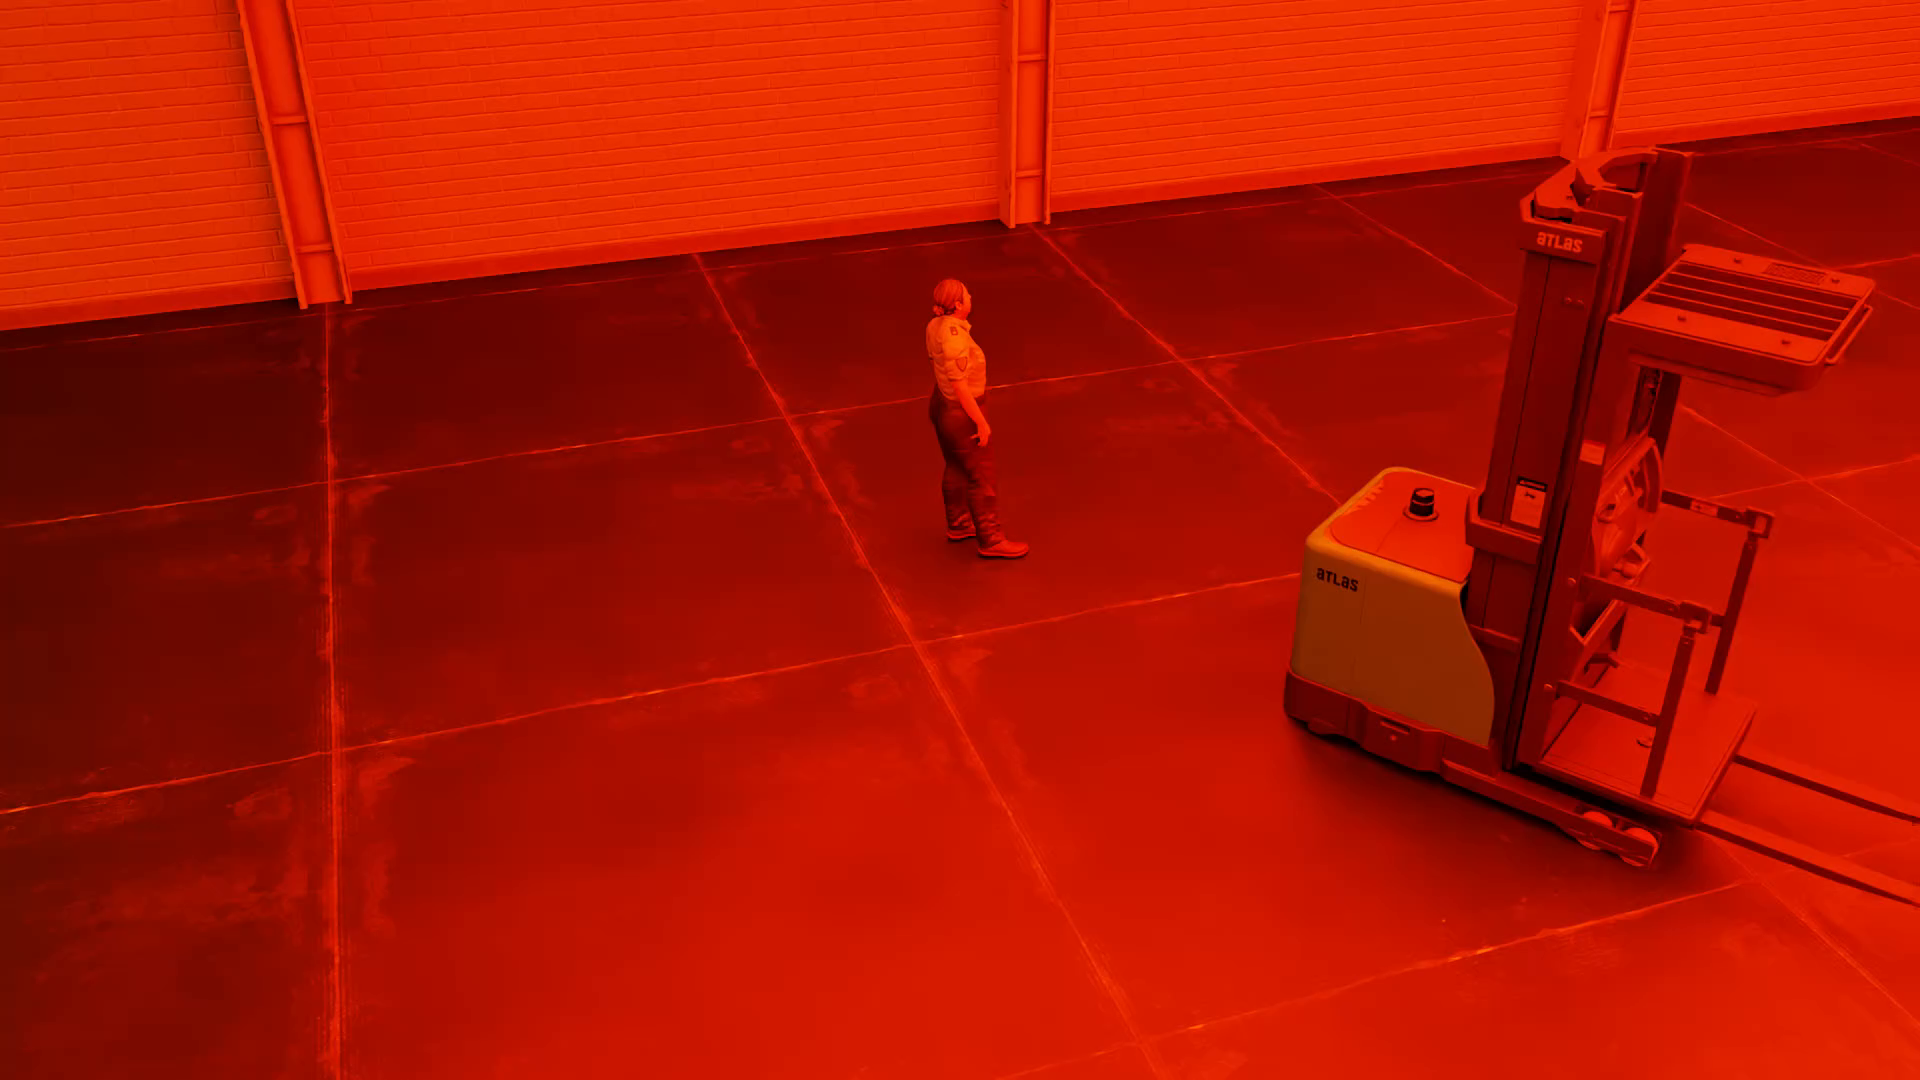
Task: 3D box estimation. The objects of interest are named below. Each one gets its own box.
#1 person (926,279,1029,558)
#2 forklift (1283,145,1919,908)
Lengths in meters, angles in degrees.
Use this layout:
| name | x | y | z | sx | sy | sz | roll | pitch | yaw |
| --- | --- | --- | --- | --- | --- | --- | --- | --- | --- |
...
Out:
| name | x | y | z | sx | sy | sz | roll | pitch | yaw |
| --- | --- | --- | --- | --- | --- | --- | --- | --- | --- |
| person | 0.092 | -0.724 | 9.618 | 0.503 | 1.650 | 0.599 | -10 | 31 | -16 |
| forklift | 3.118 | -0.107 | 7.273 | 3.031 | 2.935 | 1.130 | 20 | 36 | 31 |
